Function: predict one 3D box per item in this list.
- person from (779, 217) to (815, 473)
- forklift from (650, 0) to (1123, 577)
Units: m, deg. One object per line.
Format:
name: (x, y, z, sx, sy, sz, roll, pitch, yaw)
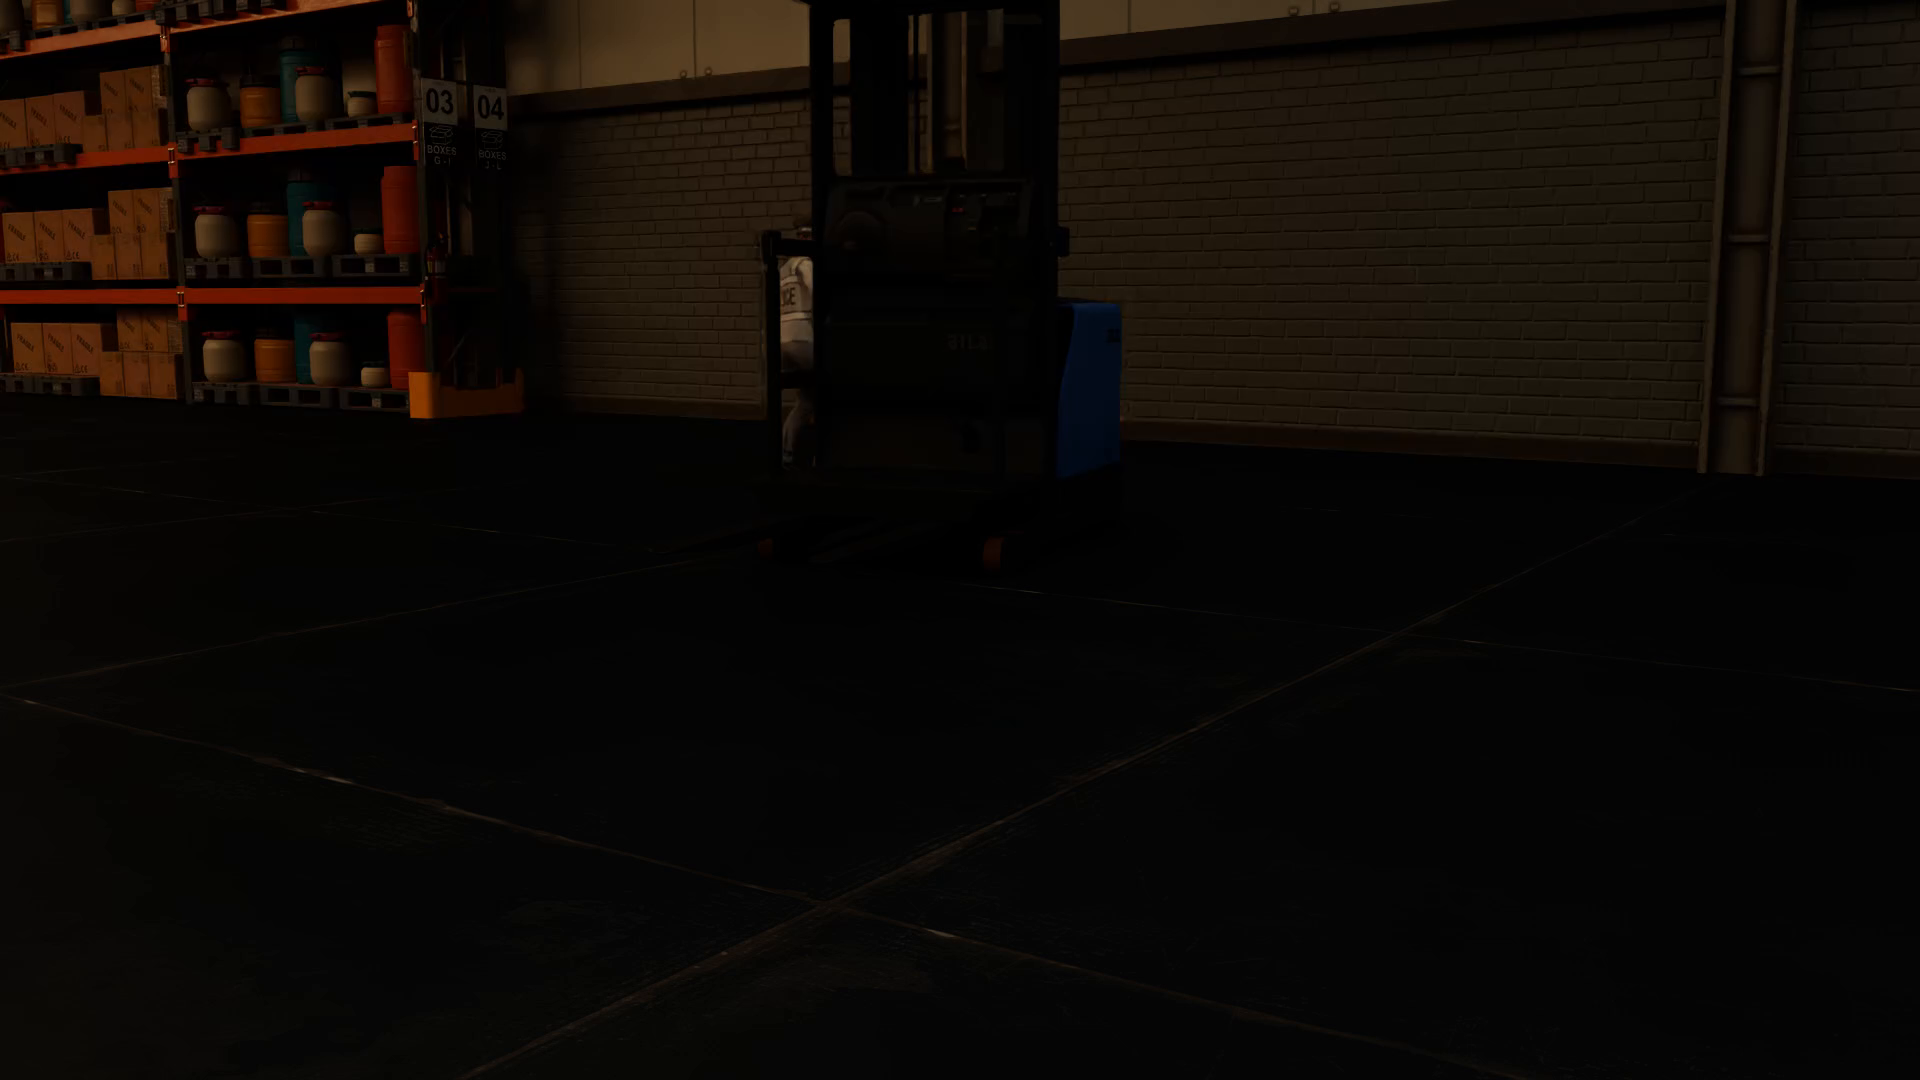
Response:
person: (-0.900, -1.197, 10.450, 0.624, 1.626, 0.729, -7, 11, -40)
forklift: (-0.211, -1.370, 6.827, 1.130, 2.935, 3.031, 3, 9, 21)
